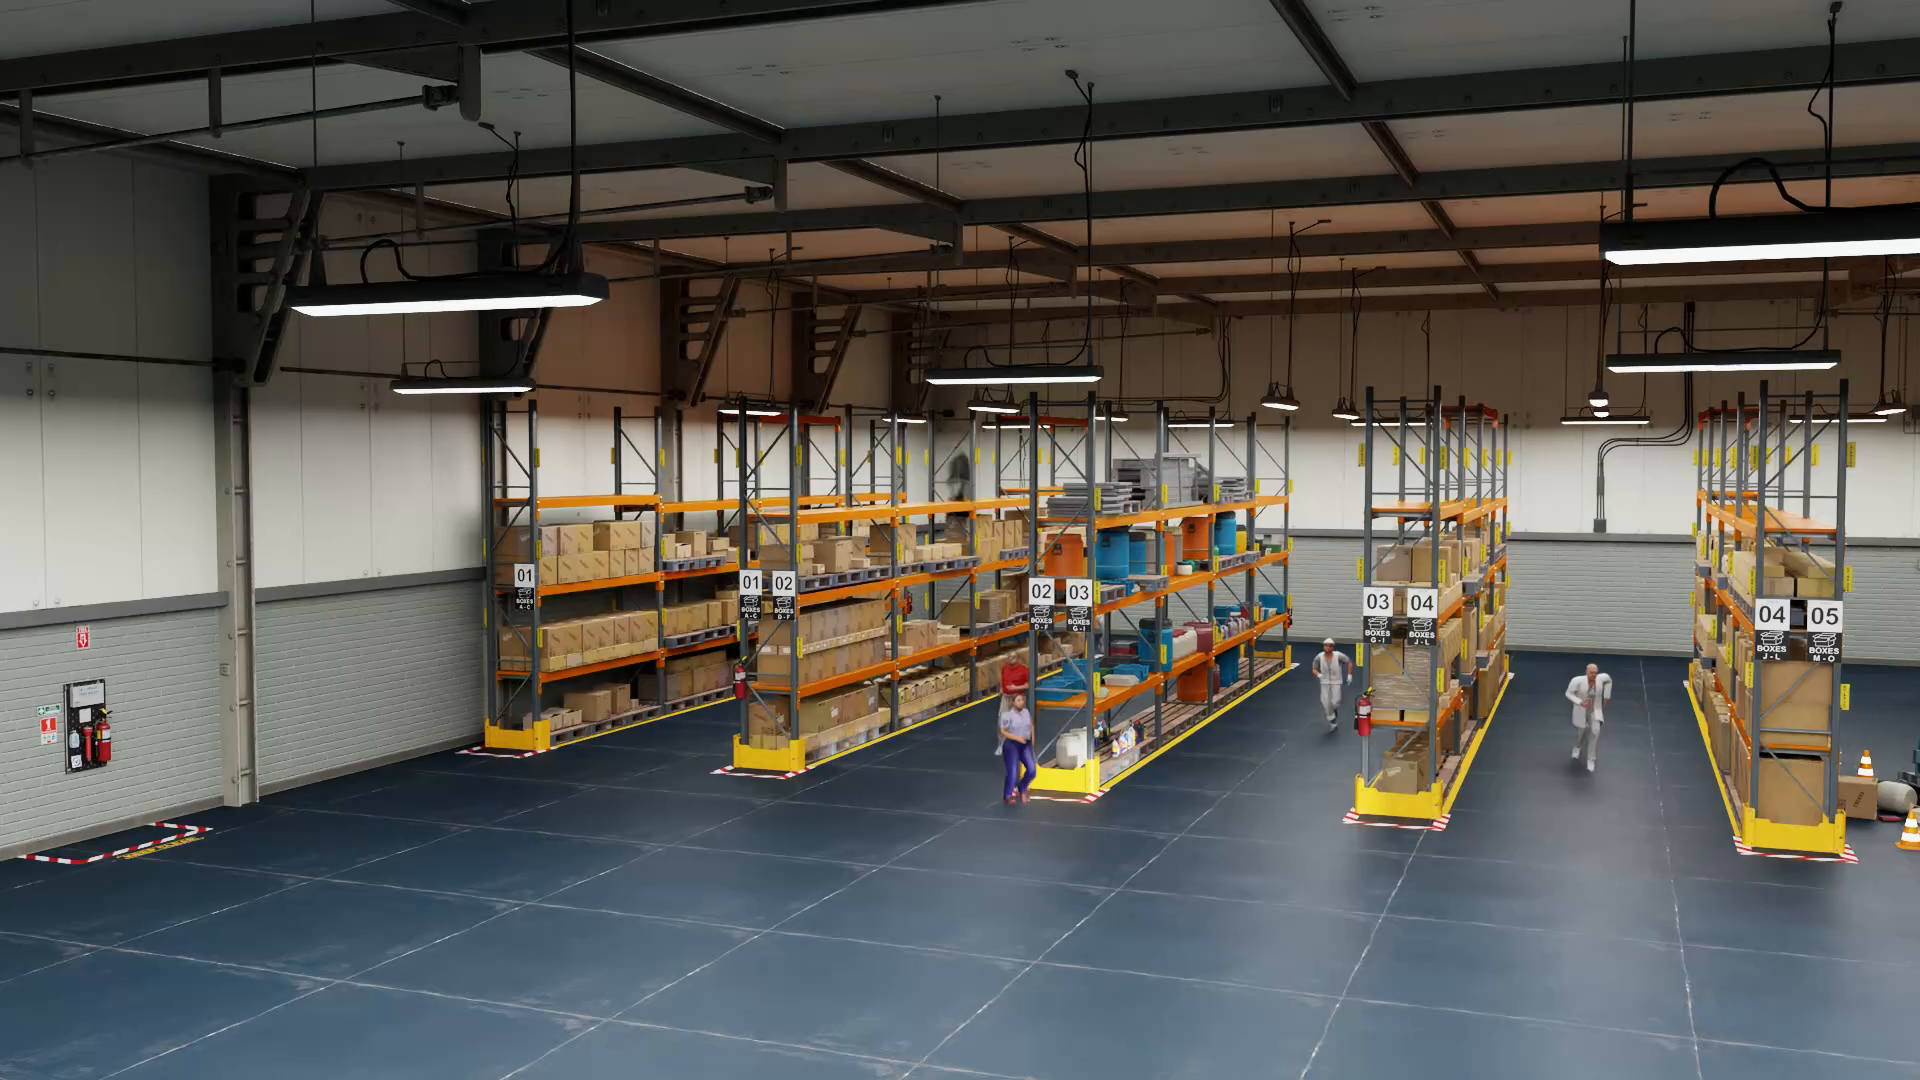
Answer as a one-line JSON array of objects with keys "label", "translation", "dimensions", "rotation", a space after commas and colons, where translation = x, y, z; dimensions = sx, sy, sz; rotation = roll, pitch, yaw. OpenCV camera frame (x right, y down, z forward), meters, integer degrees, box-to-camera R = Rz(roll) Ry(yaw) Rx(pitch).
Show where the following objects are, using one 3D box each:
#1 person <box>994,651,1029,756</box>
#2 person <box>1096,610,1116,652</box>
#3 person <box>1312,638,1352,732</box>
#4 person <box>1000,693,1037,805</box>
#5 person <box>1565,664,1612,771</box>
[{"label": "person", "translation": [0.953, 2.765, 28.207], "dimensions": [0.663, 1.784, 0.717], "rotation": [1, 3, 22]}, {"label": "person", "translation": [3.674, 2.089, 42.382], "dimensions": [0.664, 1.719, 0.612], "rotation": [3, 4, 45]}, {"label": "person", "translation": [6.769, 2.651, 30.297], "dimensions": [0.709, 1.730, 0.670], "rotation": [1, 3, 18]}, {"label": "person", "translation": [0.857, 3.057, 23.903], "dimensions": [0.617, 1.554, 0.630], "rotation": [-2, 3, -29]}, {"label": "person", "translation": [10.207, 2.841, 27.116], "dimensions": [0.755, 1.743, 1.065], "rotation": [0, 3, 5]}]
